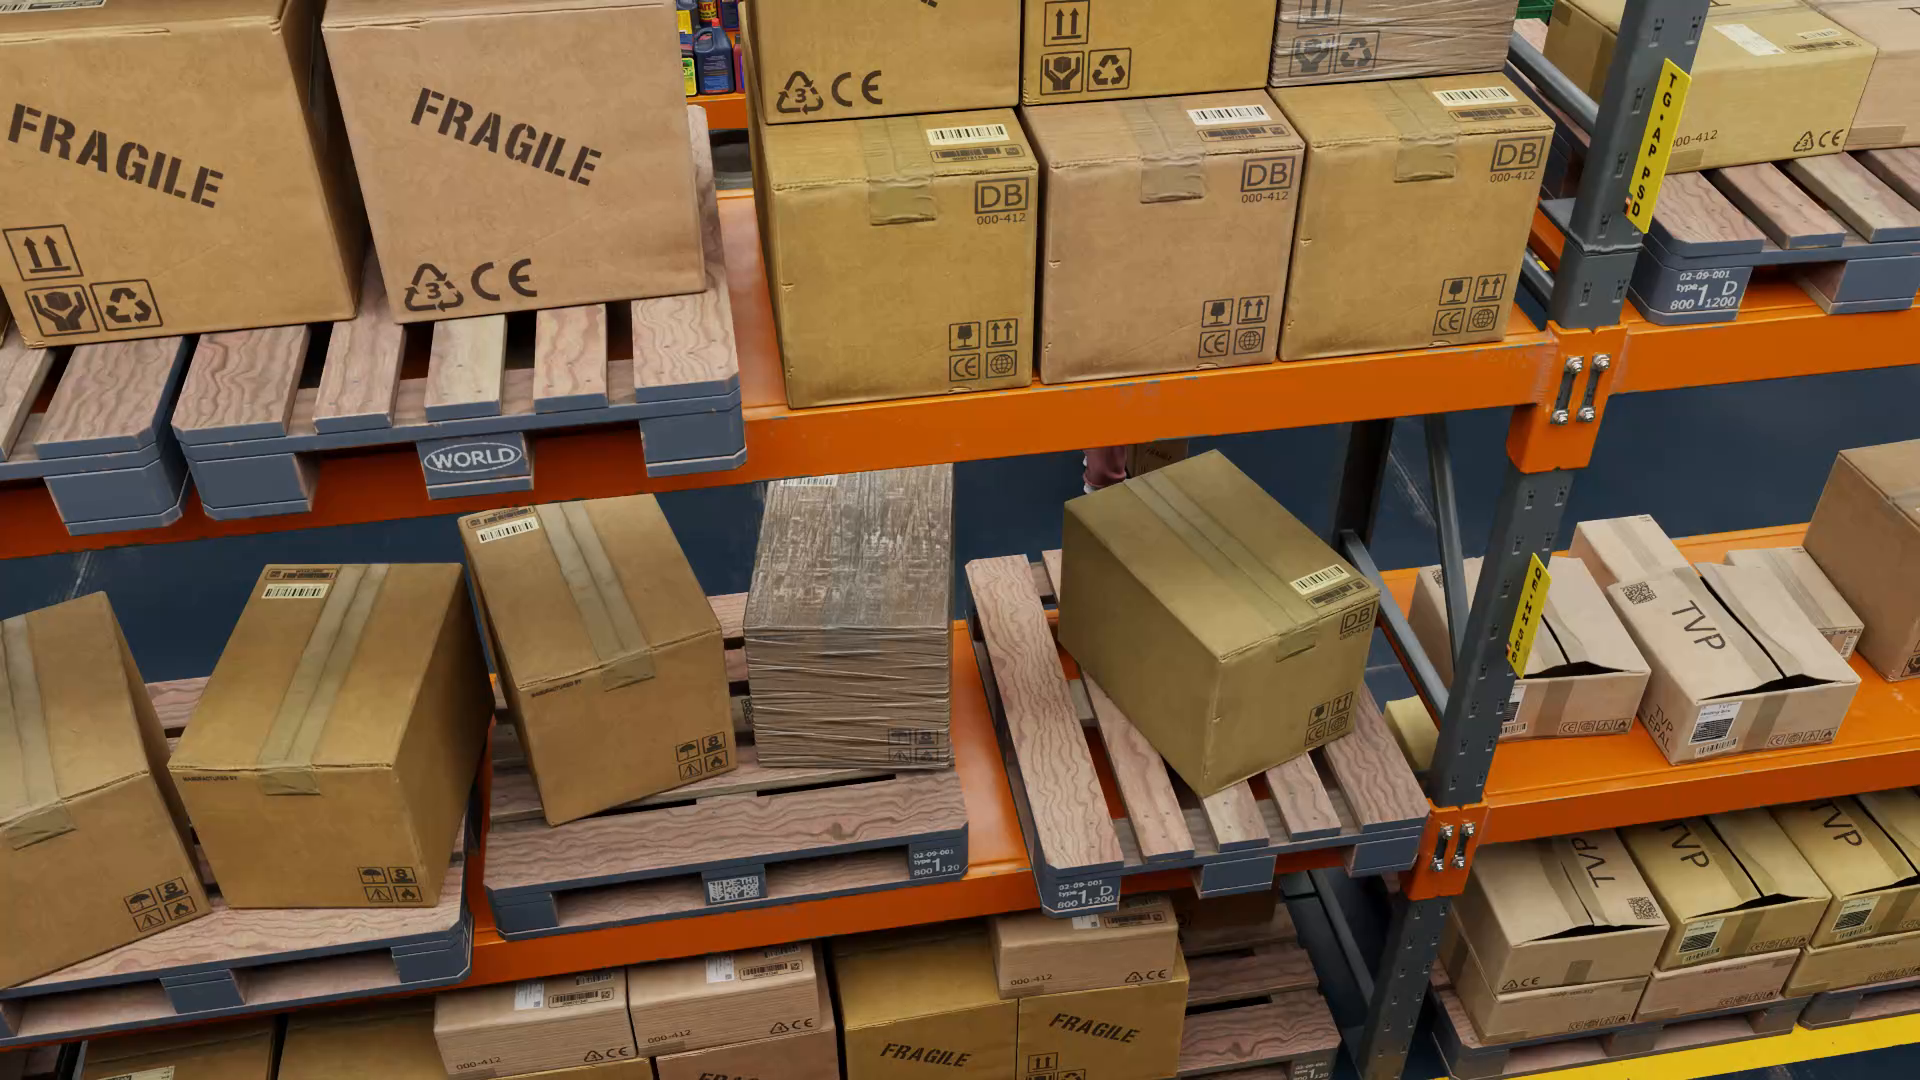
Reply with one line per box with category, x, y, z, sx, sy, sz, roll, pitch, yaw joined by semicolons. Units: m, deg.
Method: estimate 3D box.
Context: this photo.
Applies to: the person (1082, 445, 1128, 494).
person;0.700;-0.979;7.372;0.404;1.673;0.499;-6;39;-8
